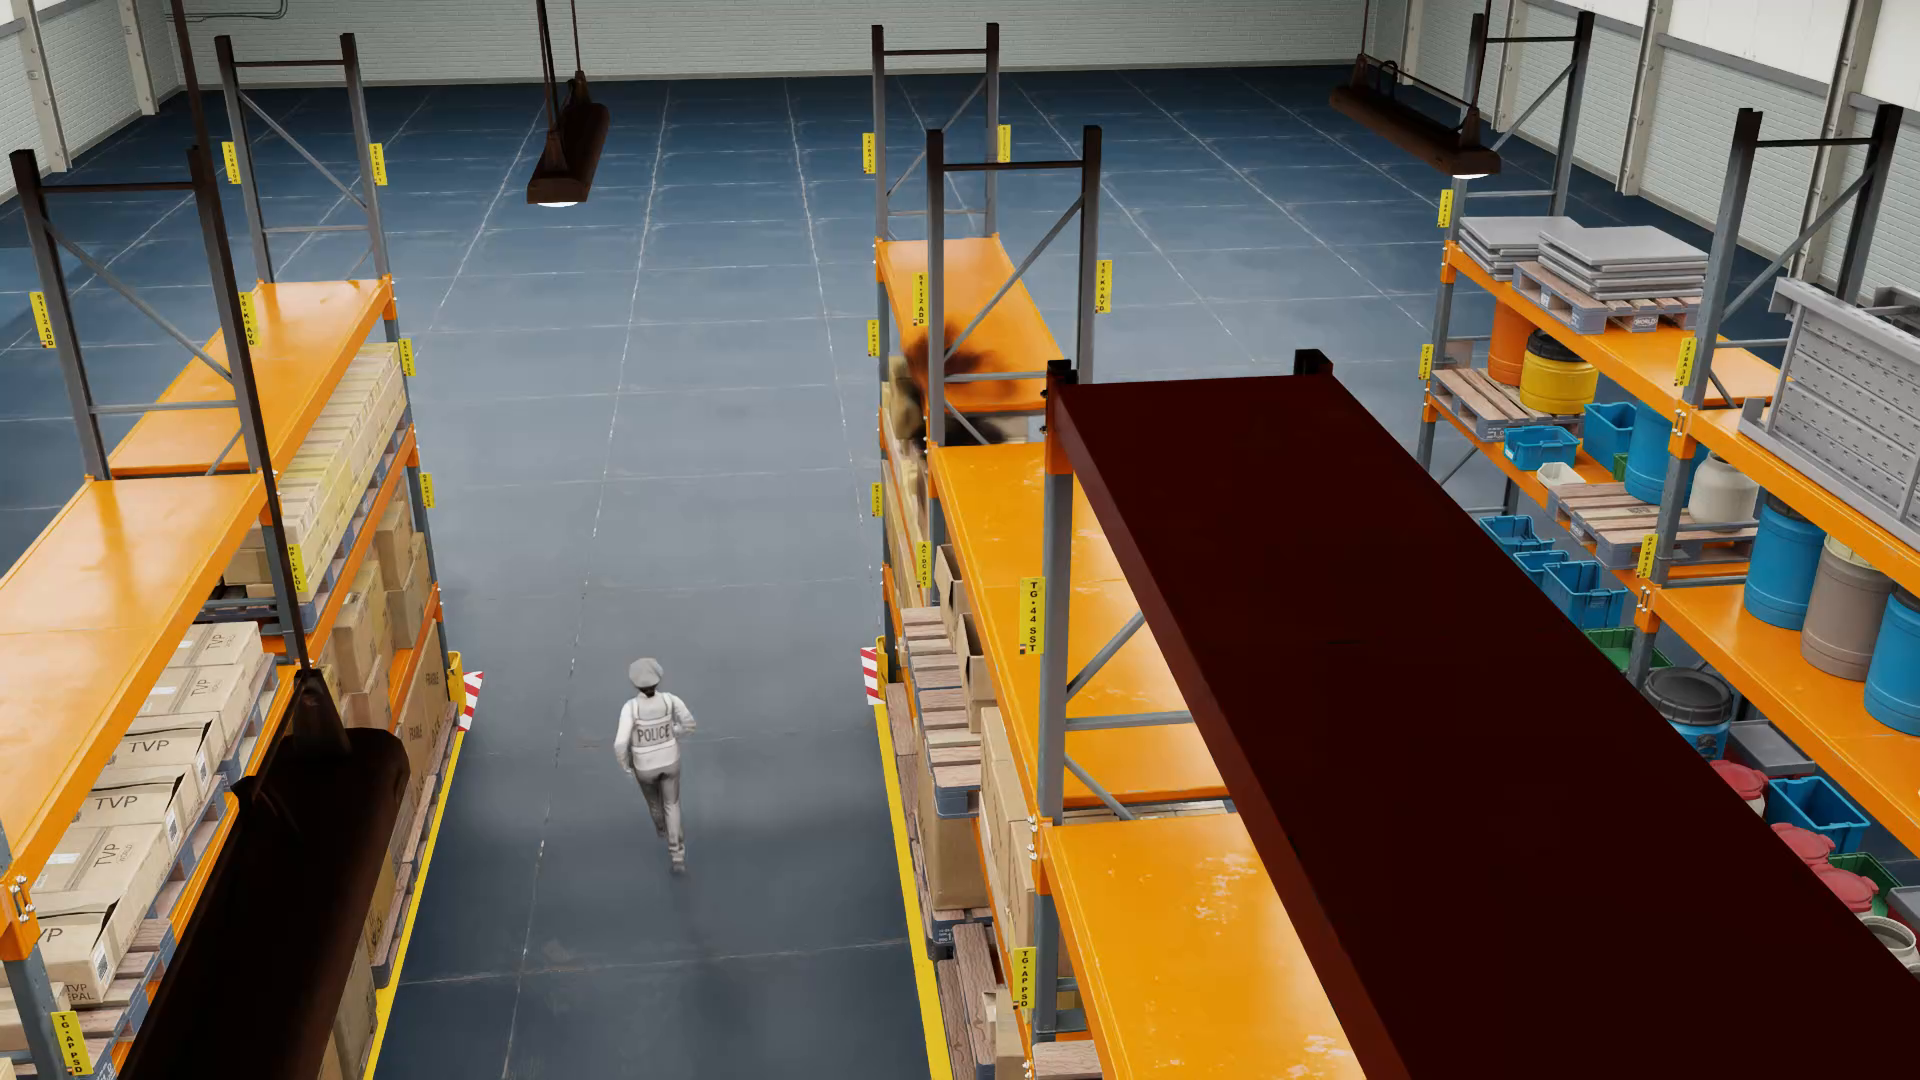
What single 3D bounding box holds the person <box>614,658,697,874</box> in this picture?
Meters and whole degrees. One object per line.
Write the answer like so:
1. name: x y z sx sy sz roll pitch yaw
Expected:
1. person: -2.262 1.674 12.414 0.640 1.695 0.845 -10 27 -20
